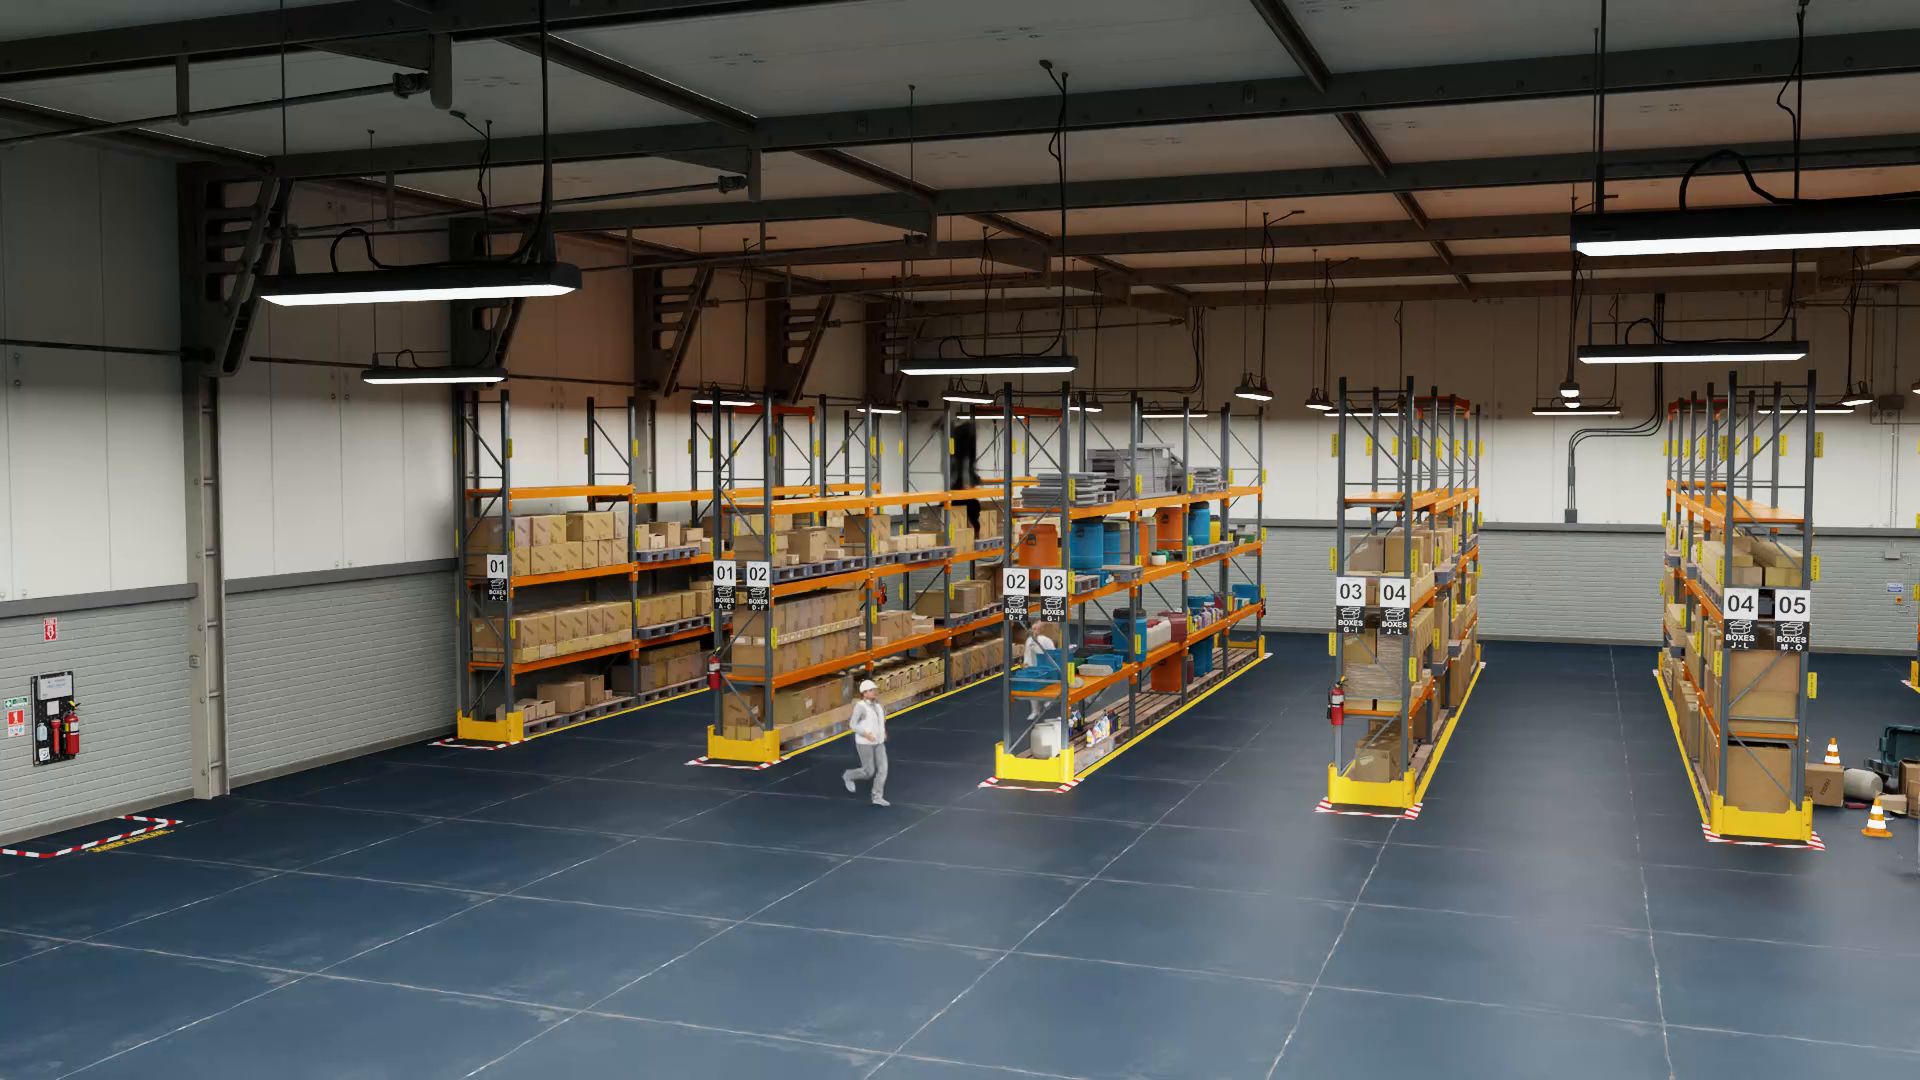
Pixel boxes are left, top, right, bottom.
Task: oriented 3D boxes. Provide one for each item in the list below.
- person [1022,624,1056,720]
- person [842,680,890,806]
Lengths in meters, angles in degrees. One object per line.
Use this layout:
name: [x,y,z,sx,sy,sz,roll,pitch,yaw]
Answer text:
person: [1.510,2.432,30.954,0.719,1.776,0.748,2,4,36]
person: [-1.307,2.848,23.428,0.801,1.755,0.635,3,4,41]
